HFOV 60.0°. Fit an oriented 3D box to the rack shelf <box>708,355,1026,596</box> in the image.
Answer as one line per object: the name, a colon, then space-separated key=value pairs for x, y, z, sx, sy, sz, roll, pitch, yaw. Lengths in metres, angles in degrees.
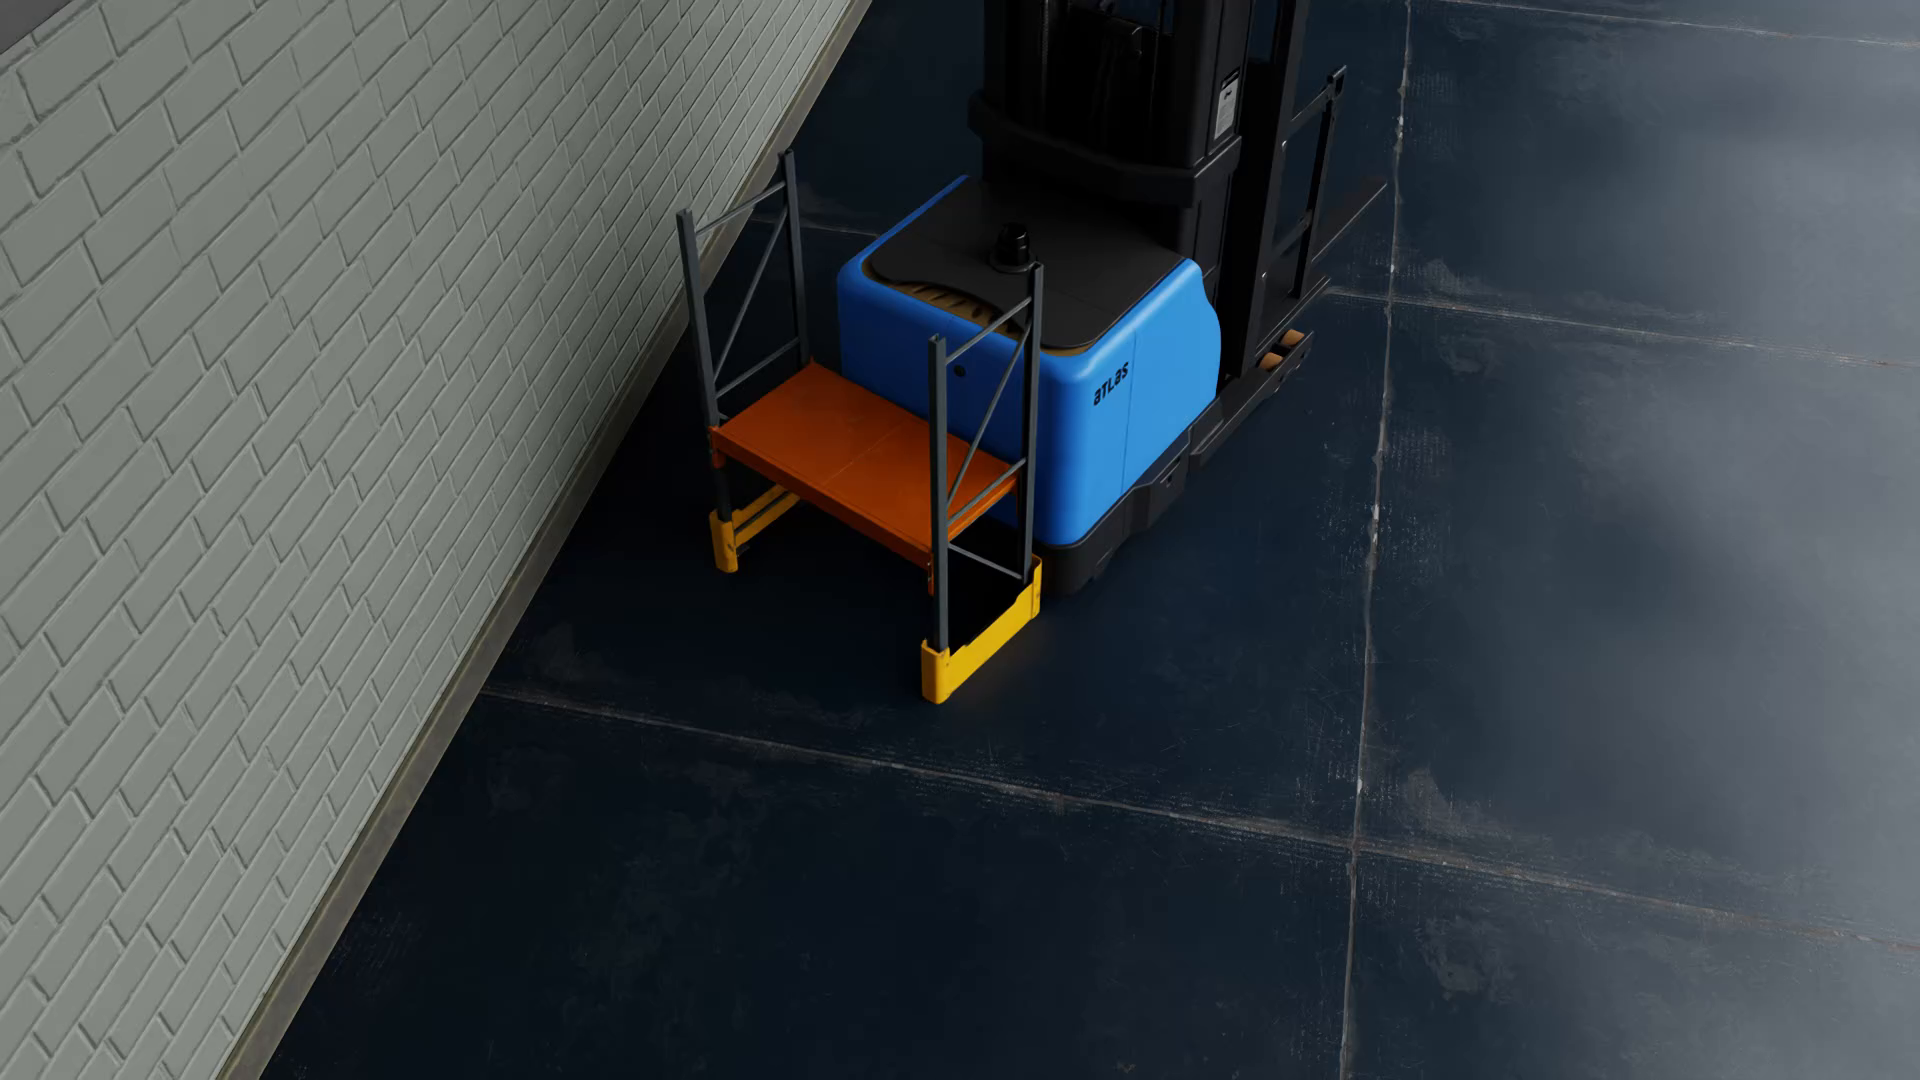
rack shelf: x=-0.315 y=-0.242 z=5.680 sx=1.000 sy=0.185 sz=0.538 roll=29 pitch=51 yaw=27

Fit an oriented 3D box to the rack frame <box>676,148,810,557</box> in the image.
rack frame: x=-0.709 y=-0.595 z=5.786 sx=0.032 sy=1.500 sz=0.500 roll=29 pitch=51 yaw=27

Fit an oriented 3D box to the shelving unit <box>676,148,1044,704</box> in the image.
shelving unit: x=-0.308 y=-0.368 z=5.551 sx=1.083 sy=1.500 sz=0.587 roll=29 pitch=51 yaw=27

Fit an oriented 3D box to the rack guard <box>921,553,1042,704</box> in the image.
rack guard: x=0.078 y=0.300 z=5.758 sx=0.087 sy=0.250 sz=0.587 roll=29 pitch=51 yaw=27

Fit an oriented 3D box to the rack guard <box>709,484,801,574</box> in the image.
rack guard: x=-0.694 y=-0.136 z=6.211 sx=0.087 sy=0.250 sz=0.587 roll=29 pitch=51 yaw=27

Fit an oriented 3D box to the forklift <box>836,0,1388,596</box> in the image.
forklift: x=0.823 y=-1.839 z=6.047 sx=1.130 sy=2.935 sz=3.031 roll=26 pitch=50 yaw=25

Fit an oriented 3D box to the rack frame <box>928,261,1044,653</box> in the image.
rack frame: x=0.079 y=-0.149 z=5.324 sx=0.032 sy=1.500 sz=0.500 roll=29 pitch=51 yaw=27
